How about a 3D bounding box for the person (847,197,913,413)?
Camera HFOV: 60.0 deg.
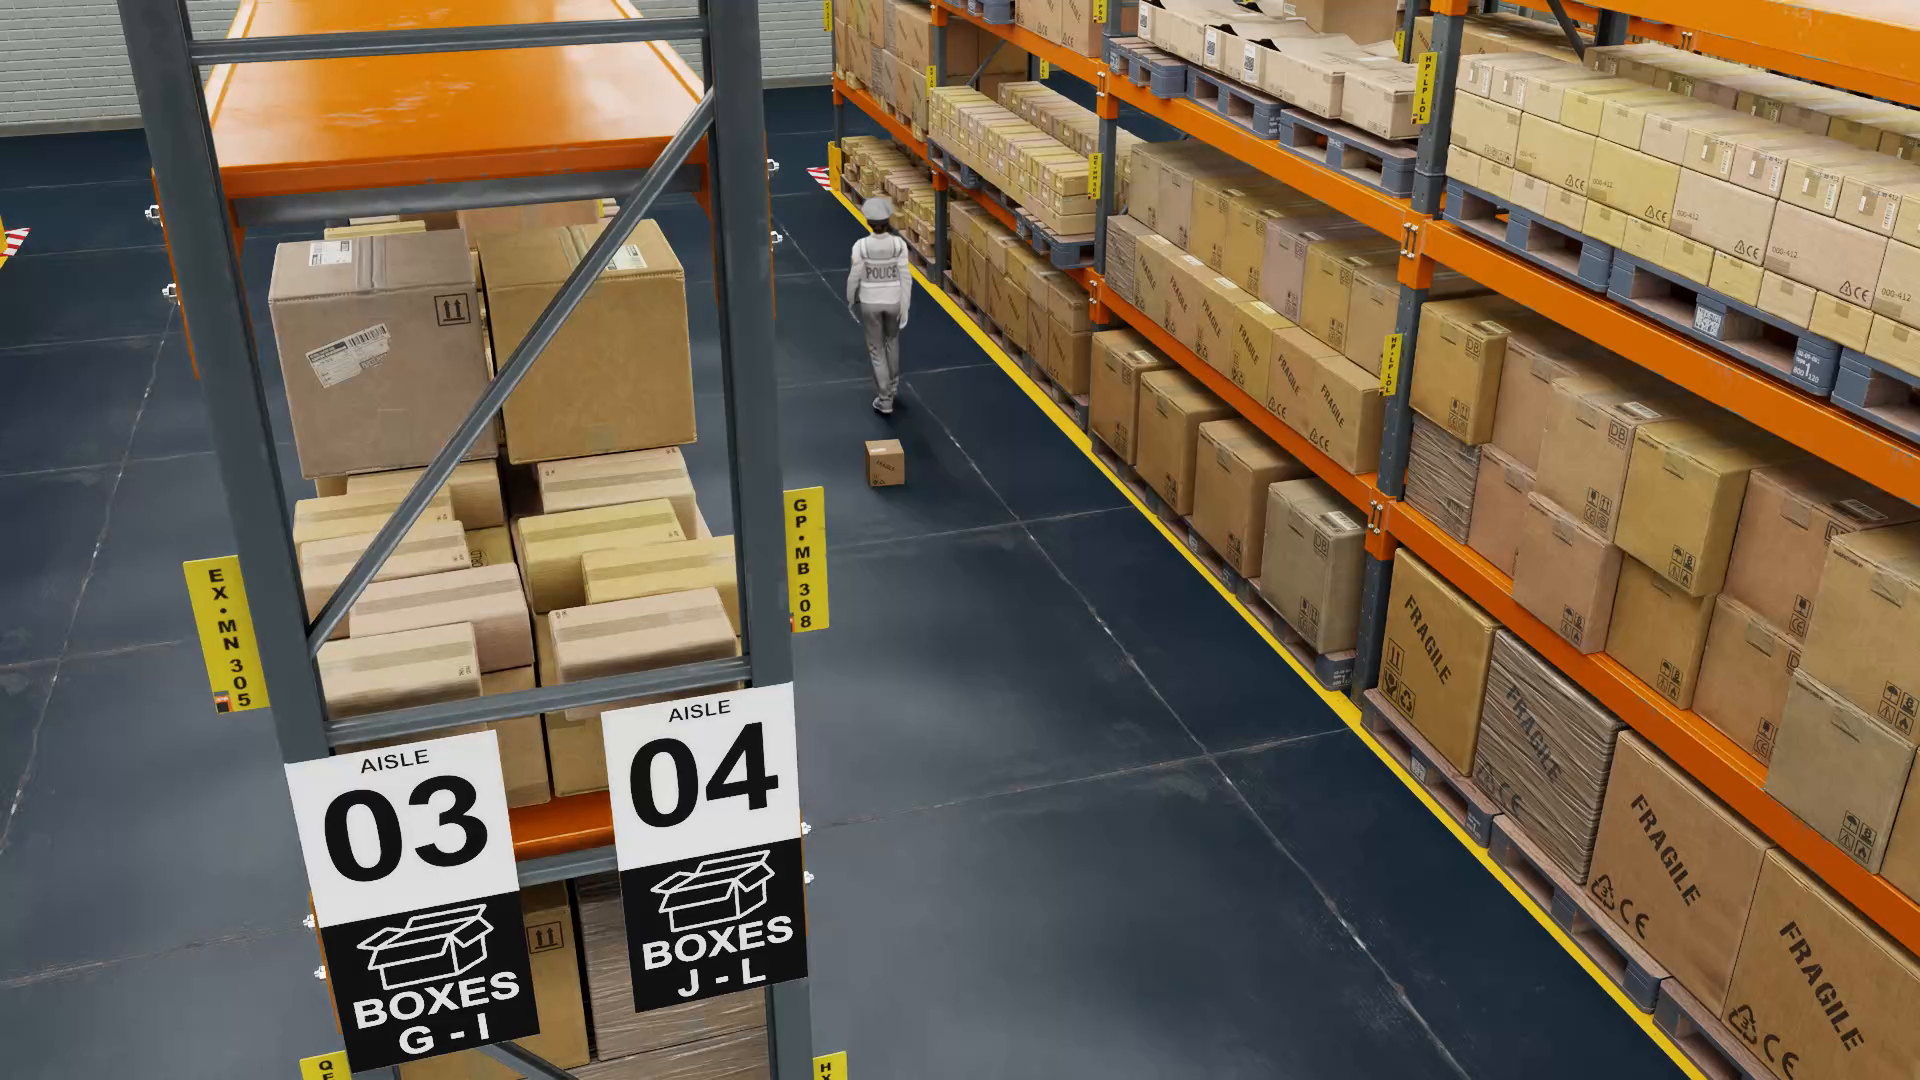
[{"bbox_3d":[-0.644,-1.825,13.015,0.485,1.751,0.616,-7,27,-15],"label":"person"}]
